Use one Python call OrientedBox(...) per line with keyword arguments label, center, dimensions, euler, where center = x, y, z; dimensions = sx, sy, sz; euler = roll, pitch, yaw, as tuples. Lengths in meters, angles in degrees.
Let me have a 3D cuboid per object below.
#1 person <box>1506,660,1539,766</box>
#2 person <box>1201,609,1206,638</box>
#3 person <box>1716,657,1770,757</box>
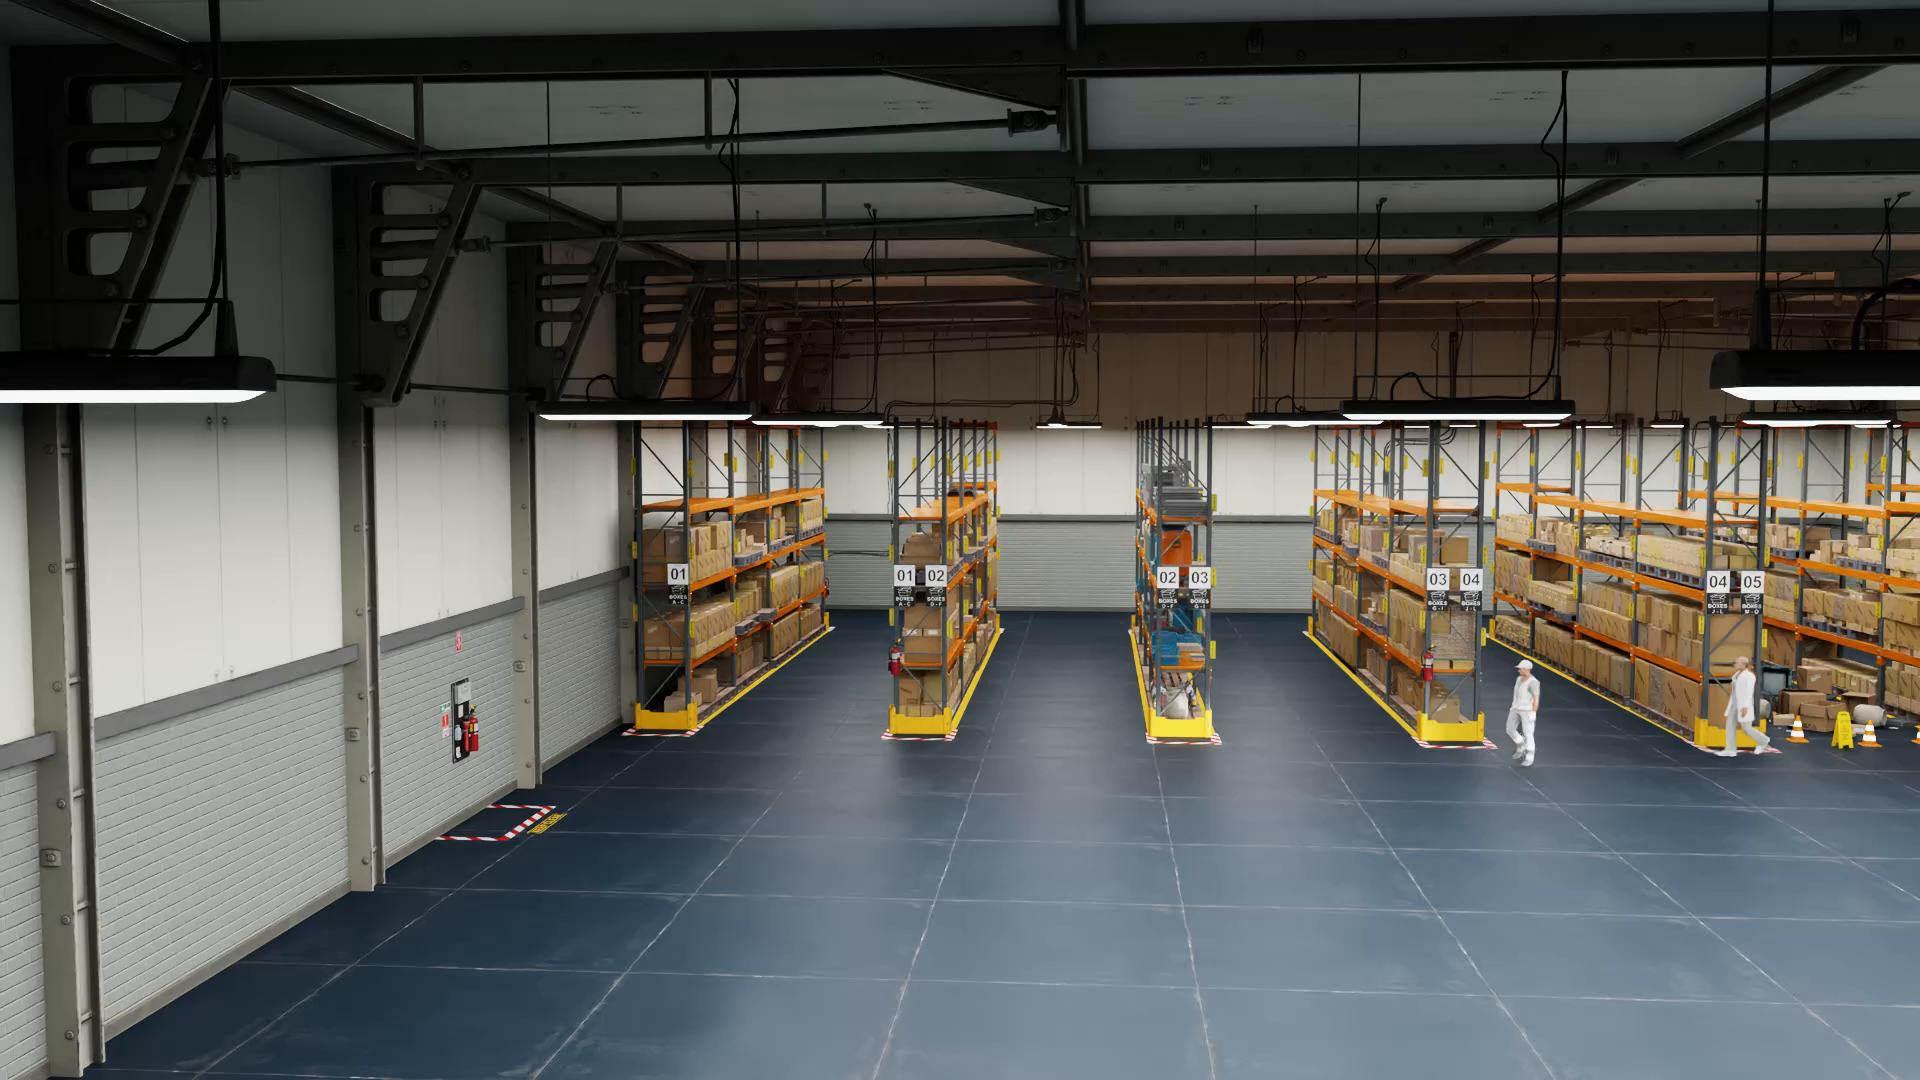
OrientedBox(label="person", center=(9.702, 2.949, 28.609), dimensions=(0.491, 1.789, 0.631), euler=(-2, 4, -27))
OrientedBox(label="person", center=(6.609, 1.831, 46.122), dimensions=(0.660, 1.800, 0.369), euler=(-1, 4, -18))
OrientedBox(label="person", center=(13.762, 2.976, 29.194), dimensions=(0.909, 1.668, 0.535), euler=(-1, 4, -20))
